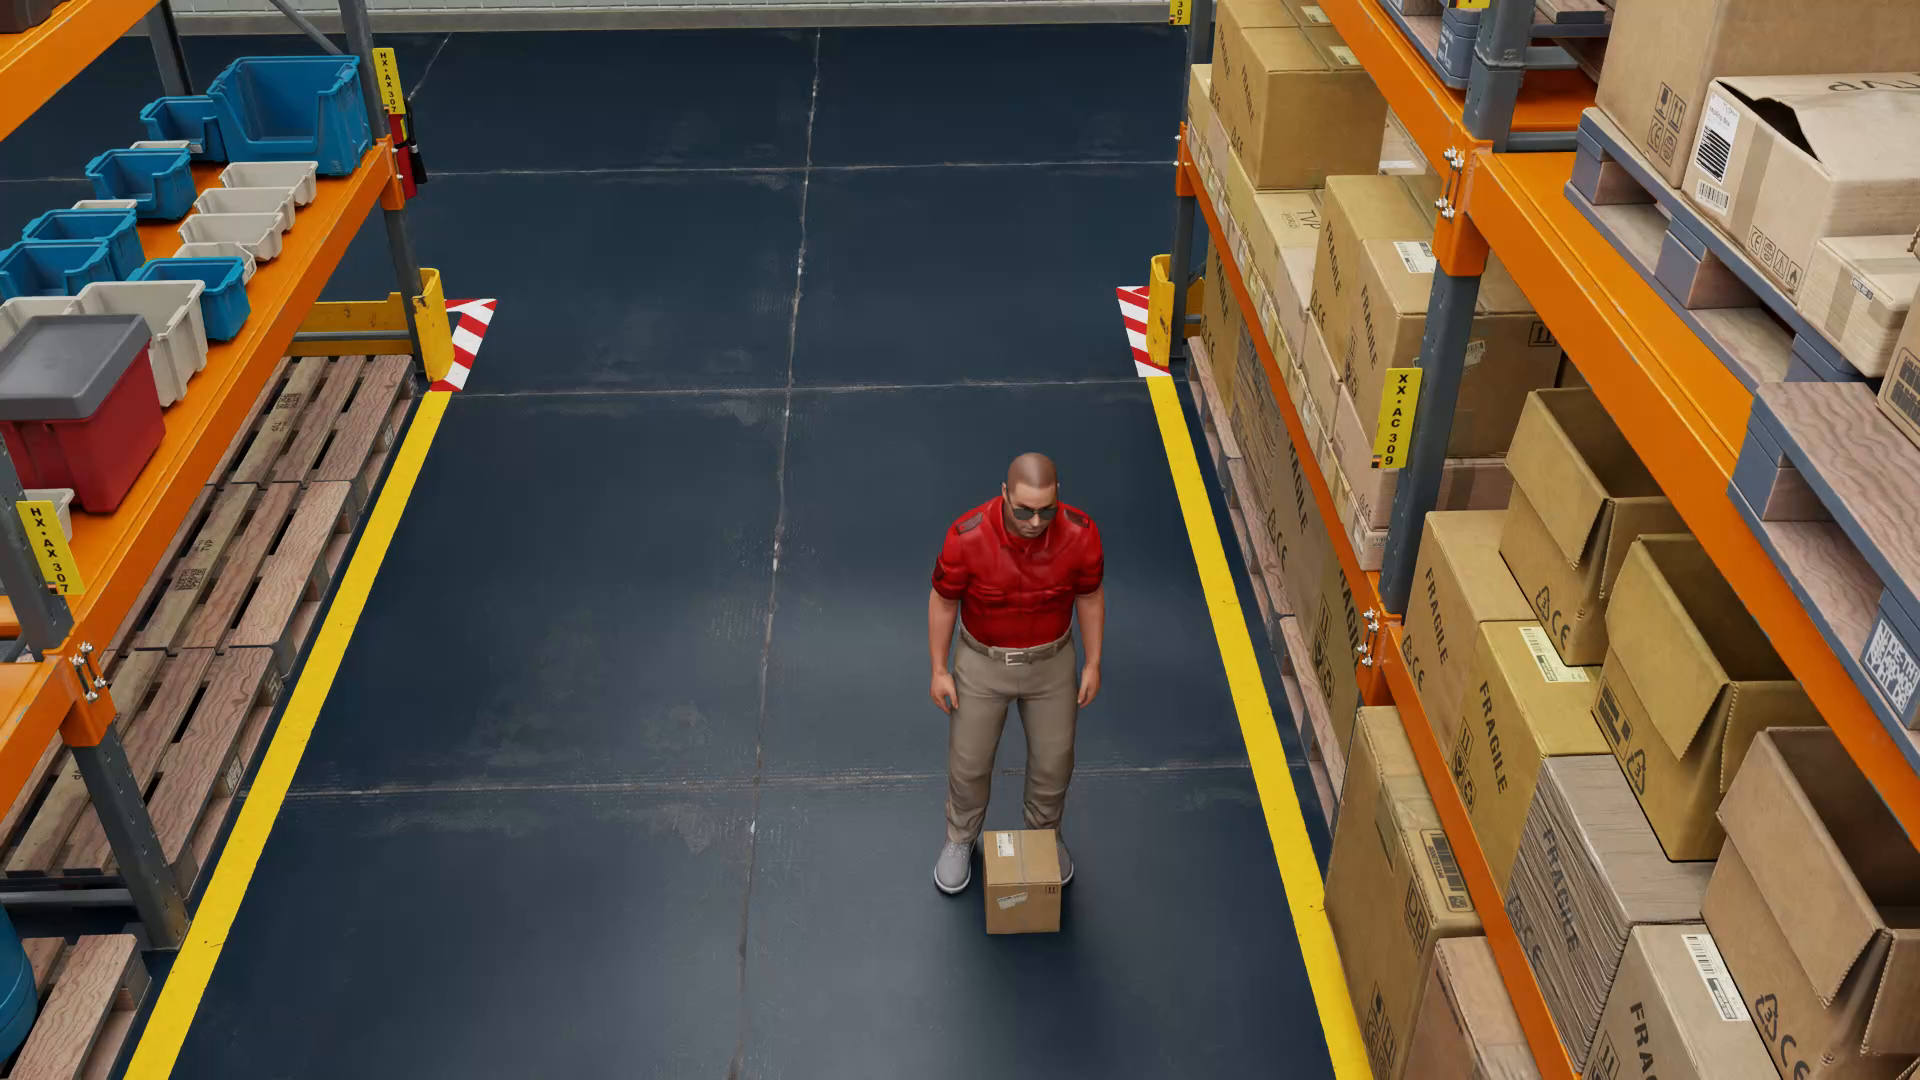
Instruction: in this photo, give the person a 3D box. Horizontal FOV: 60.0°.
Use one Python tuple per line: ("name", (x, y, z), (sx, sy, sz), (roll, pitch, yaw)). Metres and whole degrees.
("person", (0.188, 0.430, 5.543), (0.588, 1.726, 0.390), (-3, 35, -4))
